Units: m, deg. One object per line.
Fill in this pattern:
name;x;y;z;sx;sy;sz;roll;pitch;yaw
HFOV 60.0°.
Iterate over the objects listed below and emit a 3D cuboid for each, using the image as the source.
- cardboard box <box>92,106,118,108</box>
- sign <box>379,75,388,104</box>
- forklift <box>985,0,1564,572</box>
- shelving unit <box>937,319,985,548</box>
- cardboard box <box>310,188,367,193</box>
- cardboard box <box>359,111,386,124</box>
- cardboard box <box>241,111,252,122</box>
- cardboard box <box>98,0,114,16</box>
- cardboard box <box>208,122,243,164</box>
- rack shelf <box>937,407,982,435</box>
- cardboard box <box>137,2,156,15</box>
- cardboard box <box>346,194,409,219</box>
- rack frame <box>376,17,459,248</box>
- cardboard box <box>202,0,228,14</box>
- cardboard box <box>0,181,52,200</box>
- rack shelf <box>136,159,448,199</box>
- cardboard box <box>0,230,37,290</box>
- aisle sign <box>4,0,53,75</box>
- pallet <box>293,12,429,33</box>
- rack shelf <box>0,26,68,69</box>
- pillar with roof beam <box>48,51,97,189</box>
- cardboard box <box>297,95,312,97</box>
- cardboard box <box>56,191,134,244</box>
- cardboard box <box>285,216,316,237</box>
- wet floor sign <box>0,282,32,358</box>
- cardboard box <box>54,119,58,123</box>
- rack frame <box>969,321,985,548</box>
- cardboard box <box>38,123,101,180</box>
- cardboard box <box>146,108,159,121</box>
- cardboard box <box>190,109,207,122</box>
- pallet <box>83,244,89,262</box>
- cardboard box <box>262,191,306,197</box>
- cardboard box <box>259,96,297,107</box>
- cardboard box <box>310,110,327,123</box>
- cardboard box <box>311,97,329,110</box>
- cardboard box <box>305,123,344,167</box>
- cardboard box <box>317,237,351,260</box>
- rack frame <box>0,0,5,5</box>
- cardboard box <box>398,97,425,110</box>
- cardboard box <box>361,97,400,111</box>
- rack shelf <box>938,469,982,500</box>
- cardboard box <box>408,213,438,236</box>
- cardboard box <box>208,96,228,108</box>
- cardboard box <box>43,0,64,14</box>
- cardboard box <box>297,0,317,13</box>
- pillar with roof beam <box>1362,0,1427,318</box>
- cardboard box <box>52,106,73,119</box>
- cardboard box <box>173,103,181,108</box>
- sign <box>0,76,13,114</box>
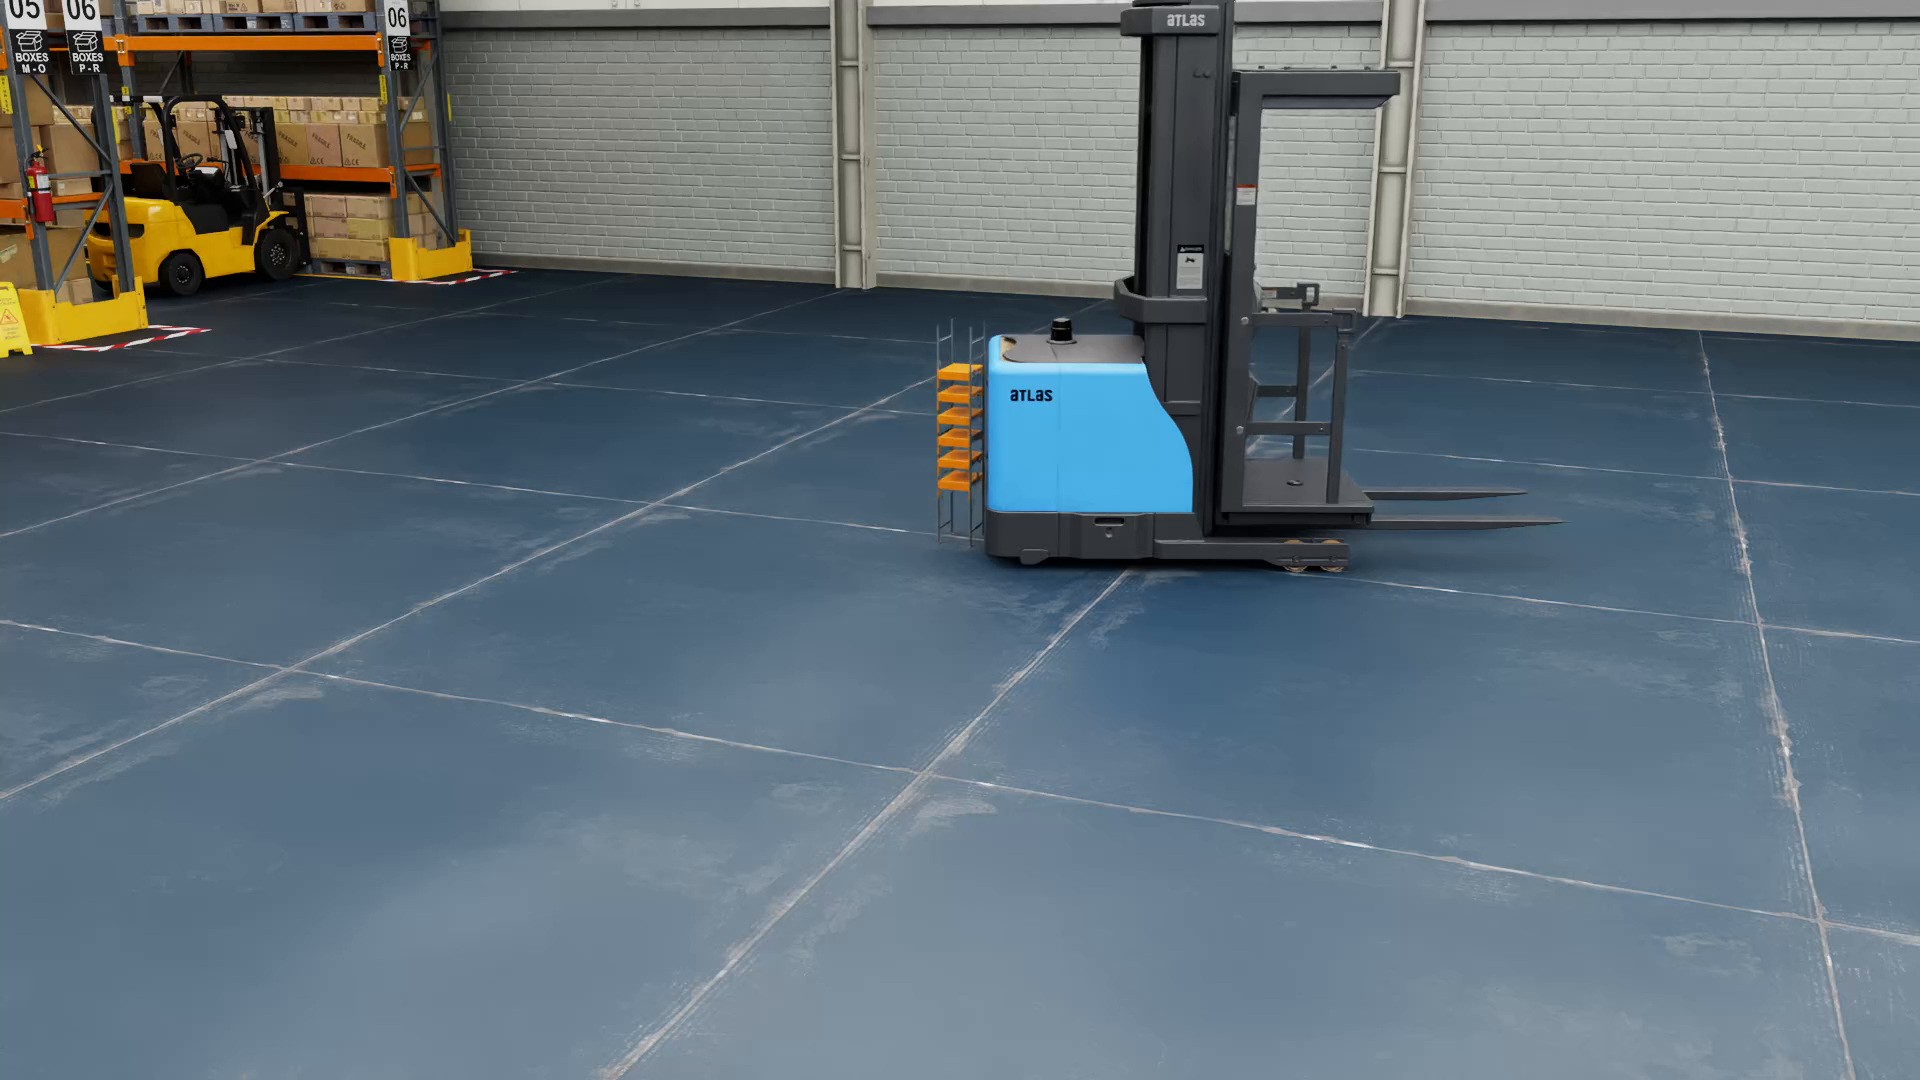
cardboard box;-10.834;-5.456;21.245;0.250;0.149;0.380;6;17;20
sign;-6.679;-5.219;19.269;0.005;0.325;0.100;6;17;21
forklift;1.654;-1.390;8.706;3.031;2.935;1.130;0;16;1
shelving unit;0.006;-0.575;9.000;0.189;1.200;0.258;6;17;18
cardboard box;-7.772;-4.252;20.826;0.500;0.250;0.500;6;17;20
cardboard box;-6.892;-5.011;19.711;0.250;0.149;0.380;7;17;21
cardboard box;-8.557;-5.193;20.338;0.250;0.149;0.380;6;17;19
cardboard box;-10.950;-6.756;20.912;0.500;0.311;0.500;6;17;19
cardboard box;-8.909;-4.932;20.603;0.500;0.500;0.500;6;17;20
rack shelf;0.006;-0.647;8.979;0.180;0.103;0.258;6;17;18
cardboard box;-9.882;-6.543;20.468;0.250;0.149;0.380;7;17;22
cardboard box;-7.009;-4.016;20.012;0.500;0.250;0.500;7;18;22
rack frame;-6.467;-4.688;19.943;0.127;3.000;1.000;6;17;21
cardboard box;-8.918;-6.493;20.086;0.258;0.266;0.396;6;17;19
cardboard box;-8.711;-3.263;15.483;0.250;0.149;0.380;7;18;22
rack shelf;-8.327;-4.548;20.748;4.000;0.370;1.077;6;17;21
cardboard box;-9.125;-2.656;15.777;0.500;0.500;0.500;6;17;21
aisle sign;-8.333;-4.568;14.864;0.004;0.787;0.394;6;17;21
pallet;-7.115;-6.166;19.810;1.213;0.211;1.003;6;17;21
rack shelf;-10.145;-4.700;15.894;4.000;0.370;1.077;6;17;21
pillar with roof beam;-13.945;-7.372;18.426;0.400;9.000;9.100;6;17;21
cardboard box;-8.129;-5.446;20.677;0.250;0.149;0.380;6;17;21
cardboard box;-11.396;-4.291;22.079;0.625;0.625;0.875;6;17;20
cardboard box;-7.985;-3.880;20.440;0.500;0.250;0.500;6;17;19
wet floor sign;-8.500;-1.973;14.813;0.232;0.644;0.267;14;21;40
cardboard box;-11.693;-5.354;21.609;0.500;0.250;0.500;7;17;22
rack frame;0.092;-0.566;8.971;0.006;1.200;0.240;6;17;18
cardboard box;-8.623;-3.712;15.867;0.500;0.500;0.500;6;17;20
cardboard box;-9.988;-5.356;20.901;0.250;0.149;0.380;6;17;20
cardboard box;-9.291;-5.266;20.591;0.250;0.149;0.380;7;17;22
pallet;-10.887;-3.824;21.966;1.213;0.211;1.003;6;17;21
cardboard box;-8.428;-4.170;20.541;0.500;0.250;0.500;6;17;20
cardboard box;-8.306;-5.328;20.271;0.250;0.149;0.380;7;17;21
cardboard box;-7.586;-5.100;20.018;0.250;0.149;0.380;6;17;20
cardboard box;-7.576;-5.254;20.017;0.250;0.149;0.380;6;17;21
cardboard box;-7.500;-4.774;20.059;0.500;0.500;0.500;7;18;22
cardboard box;-7.479;-3.589;20.335;0.500;0.250;0.500;6;17;21
rack frame;-8.284;-6.282;14.671;0.127;3.000;1.000;6;17;21
cardboard box;-6.701;-5.281;20.107;0.250;0.149;0.380;6;17;20
cardboard box;-6.877;-5.173;19.735;0.250;0.149;0.380;6;17;21
rack shelf;0.006;-0.301;9.079;0.180;0.103;0.258;6;17;18
cardboard box;-6.828;-3.912;20.549;0.500;0.250;0.500;7;17;22
cardboard box;-9.030;-5.391;20.486;0.250;0.149;0.380;6;17;20
cardboard box;-8.654;-5.033;15.484;0.500;0.250;0.500;6;17;20
cardboard box;-7.585;-6.346;19.581;0.258;0.266;0.396;6;17;21
pillar with roof beam;2.800;-5.530;12.083;0.400;9.000;9.100;6;17;21
cardboard box;-11.556;-5.530;21.501;0.250;0.149;0.380;6;17;19
cardboard box;-9.717;-5.492;20.834;0.250;0.149;0.380;7;17;21
sign;-8.507;-3.967;14.813;0.005;0.325;0.100;6;17;21
